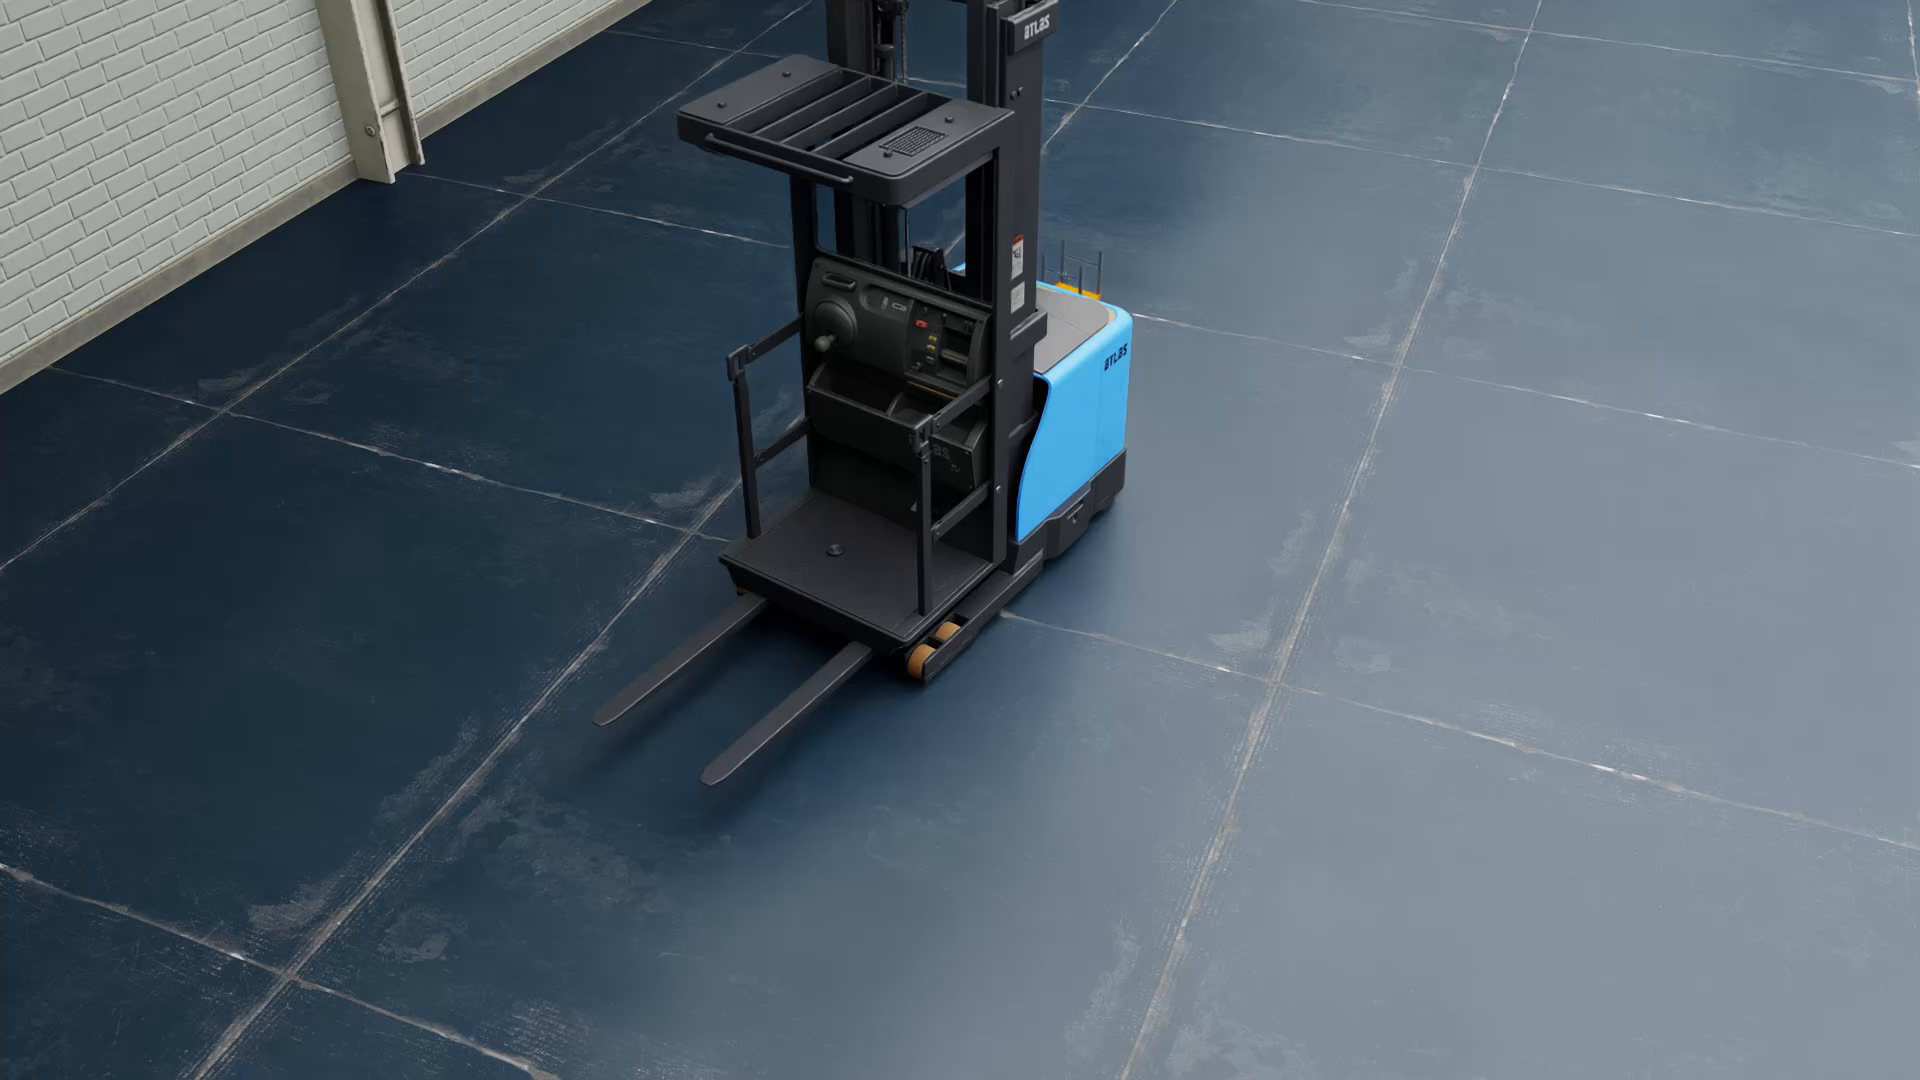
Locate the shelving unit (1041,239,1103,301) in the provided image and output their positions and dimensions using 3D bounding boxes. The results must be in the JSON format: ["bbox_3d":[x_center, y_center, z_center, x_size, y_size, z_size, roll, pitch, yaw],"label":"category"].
[{"bbox_3d":[0.557,-0.947,8.616,0.258,1.200,0.189,23,42,27],"label":"shelving unit"}]

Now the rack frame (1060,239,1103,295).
[{"bbox_3d":[0.610,-0.991,8.676,0.240,1.200,0.006,23,42,27],"label":"rack frame"}]

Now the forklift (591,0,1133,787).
[{"bbox_3d":[-0.406,-0.865,7.061,1.130,2.935,3.031,23,42,27],"label":"forklift"}]

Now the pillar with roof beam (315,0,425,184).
[{"bbox_3d":[-0.093,-5.276,7.894,9.100,9.000,0.400,14,39,18],"label":"pillar with roof beam"}]

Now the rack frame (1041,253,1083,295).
[{"bbox_3d":[0.505,-0.902,8.556,0.240,1.200,0.006,23,42,27],"label":"rack frame"}]

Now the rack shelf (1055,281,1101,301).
[{"bbox_3d":[0.557,-1.199,8.427,0.258,0.103,0.180,23,42,27],"label":"rack shelf"}]
